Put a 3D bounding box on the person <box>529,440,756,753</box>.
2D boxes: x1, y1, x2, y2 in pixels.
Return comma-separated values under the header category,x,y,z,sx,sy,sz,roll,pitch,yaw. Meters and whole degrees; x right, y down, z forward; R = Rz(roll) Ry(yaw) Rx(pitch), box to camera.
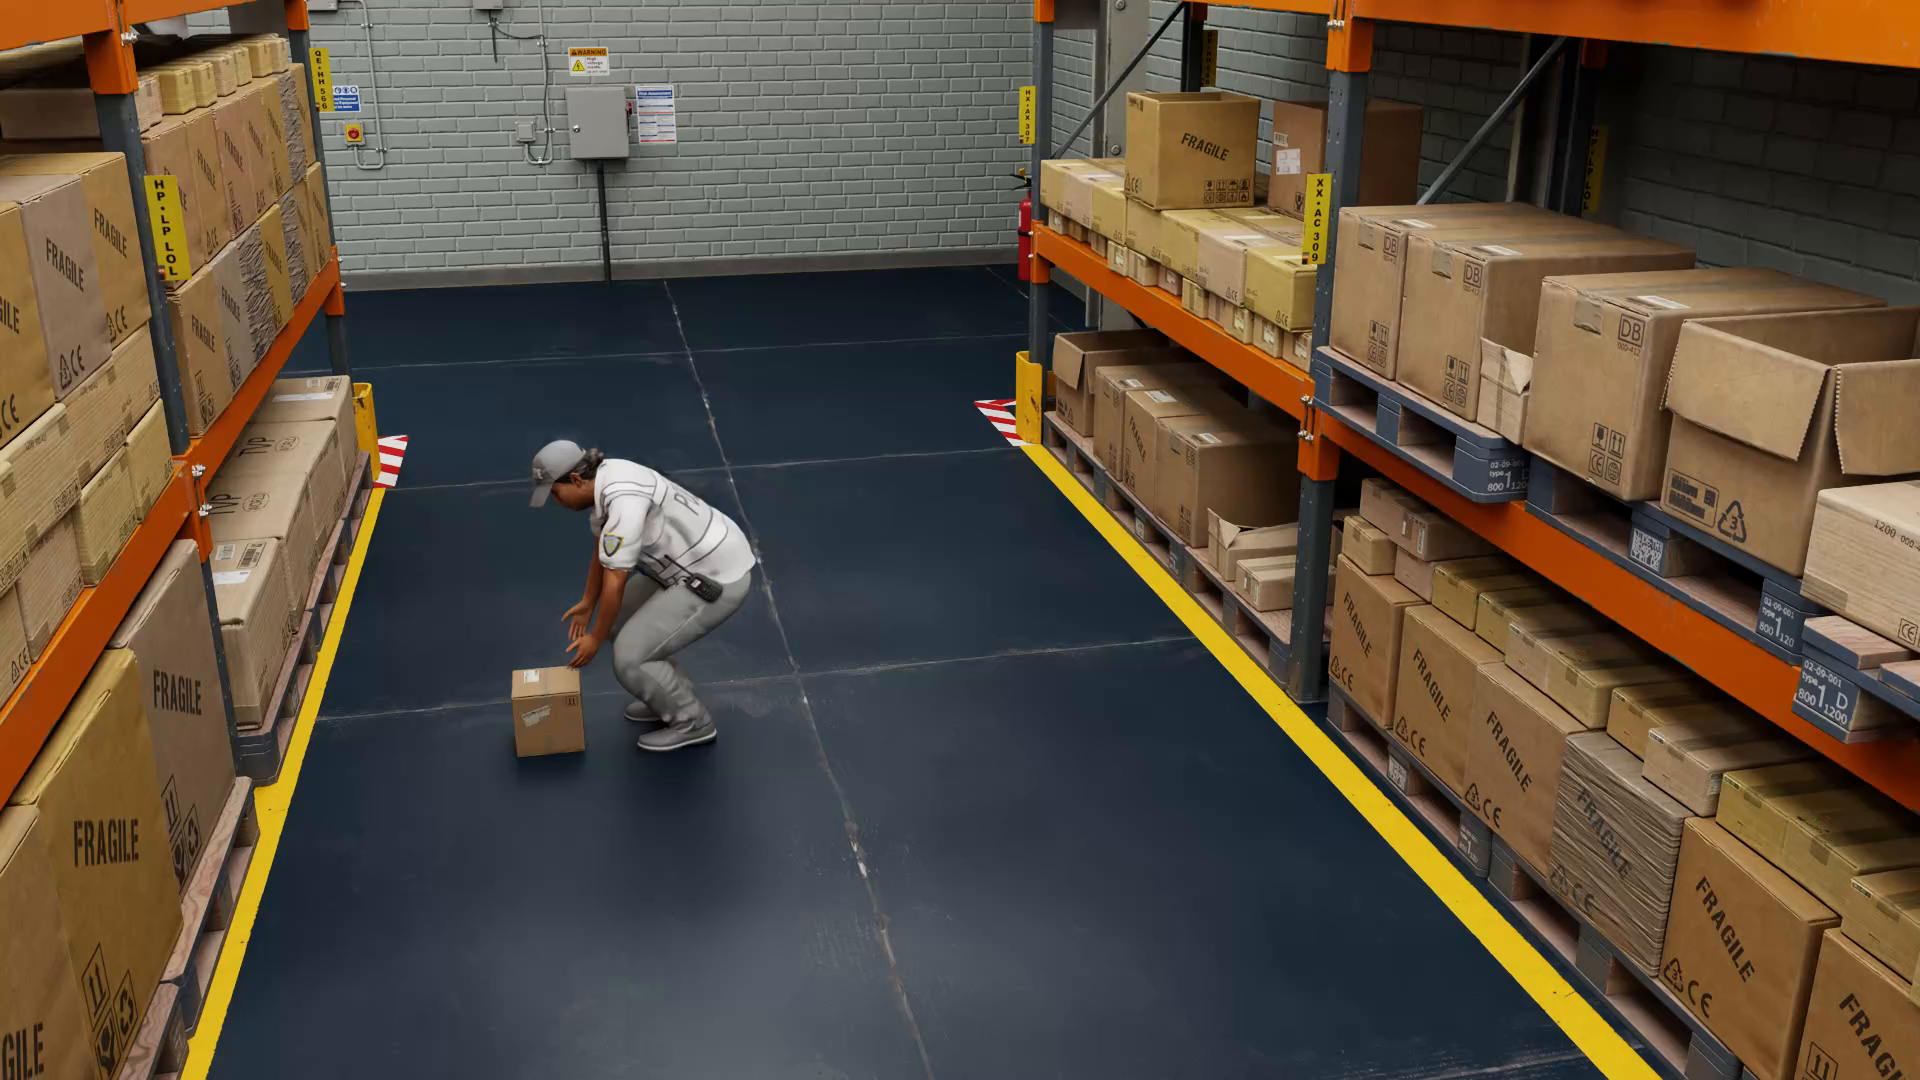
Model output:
category,x,y,z,sx,sy,sz,roll,pitch,yaw
person,-1.169,0.187,6.235,0.806,1.207,0.536,-5,20,-12
